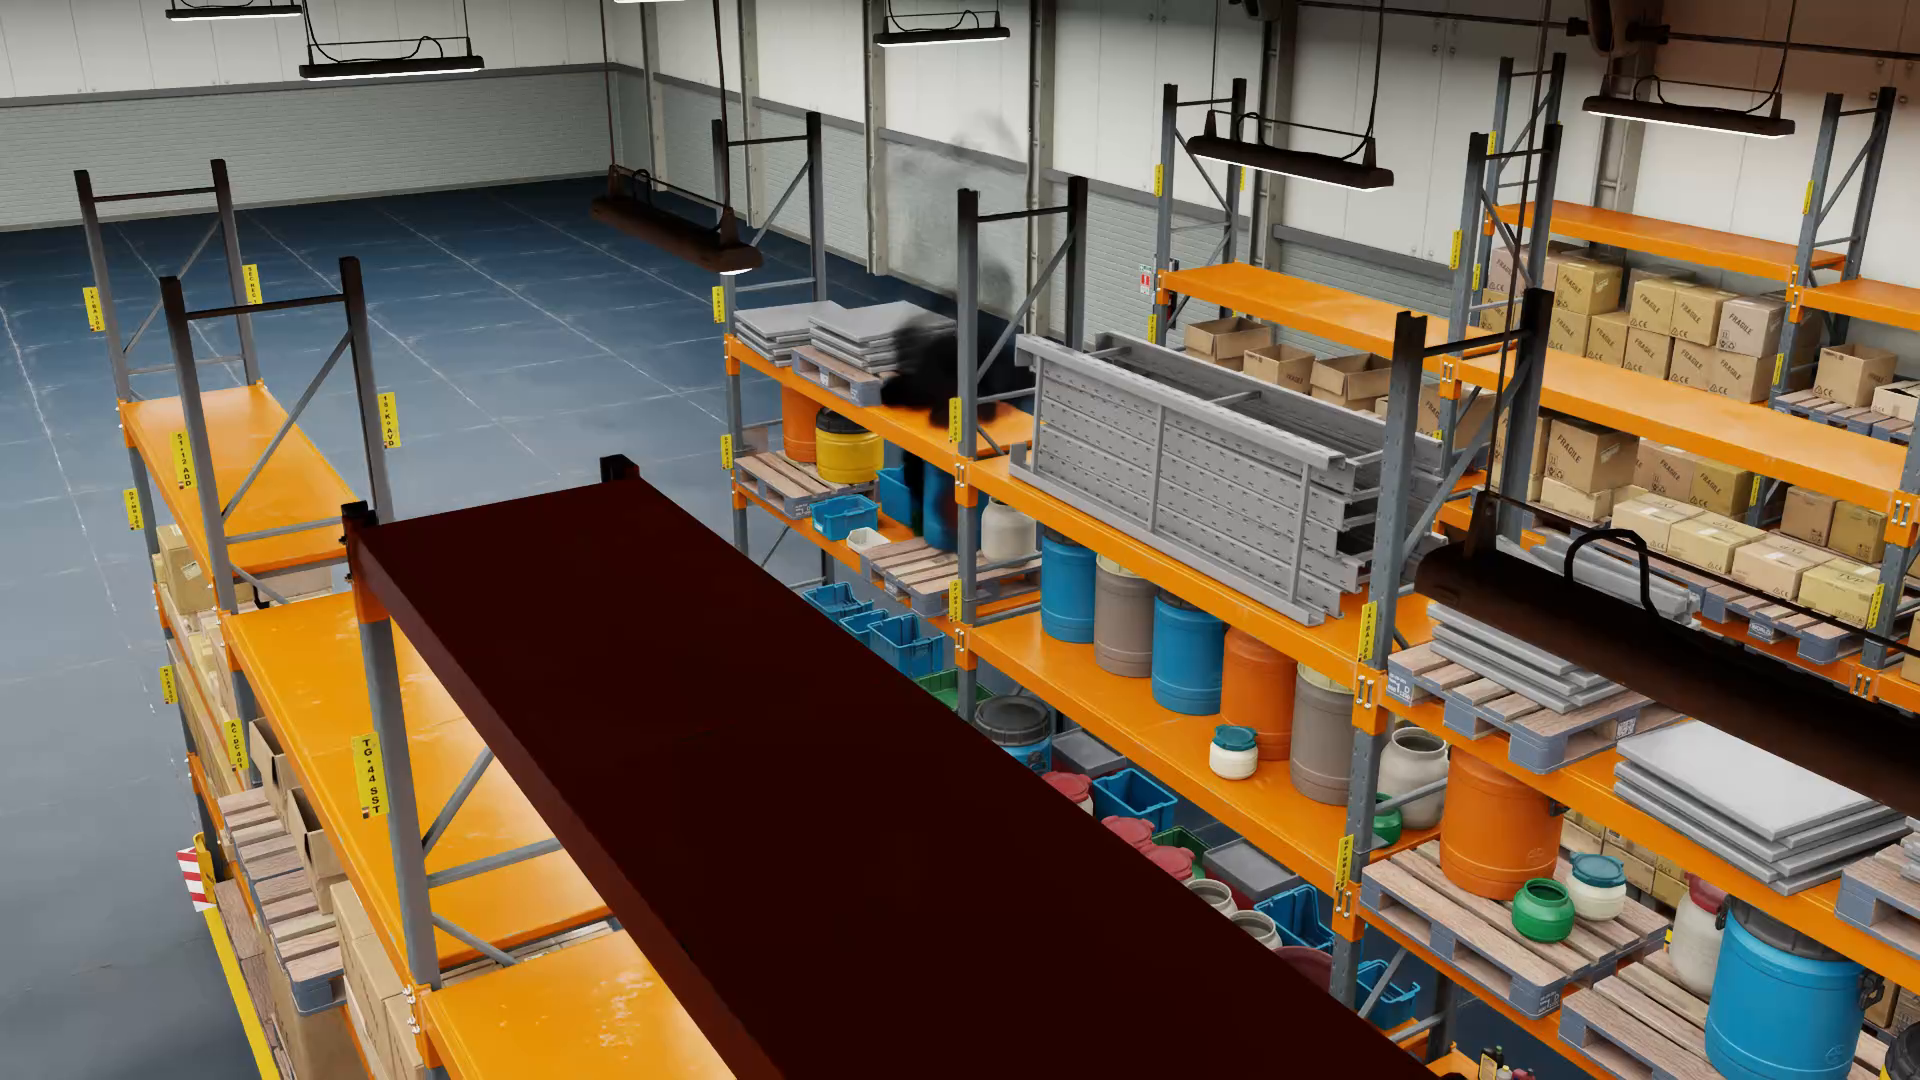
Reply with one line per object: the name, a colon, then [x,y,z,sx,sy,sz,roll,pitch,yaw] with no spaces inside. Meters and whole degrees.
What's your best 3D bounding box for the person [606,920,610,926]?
person: [-2.654,2.586,11.973,0.565,1.654,0.603,-14,26,-30]
